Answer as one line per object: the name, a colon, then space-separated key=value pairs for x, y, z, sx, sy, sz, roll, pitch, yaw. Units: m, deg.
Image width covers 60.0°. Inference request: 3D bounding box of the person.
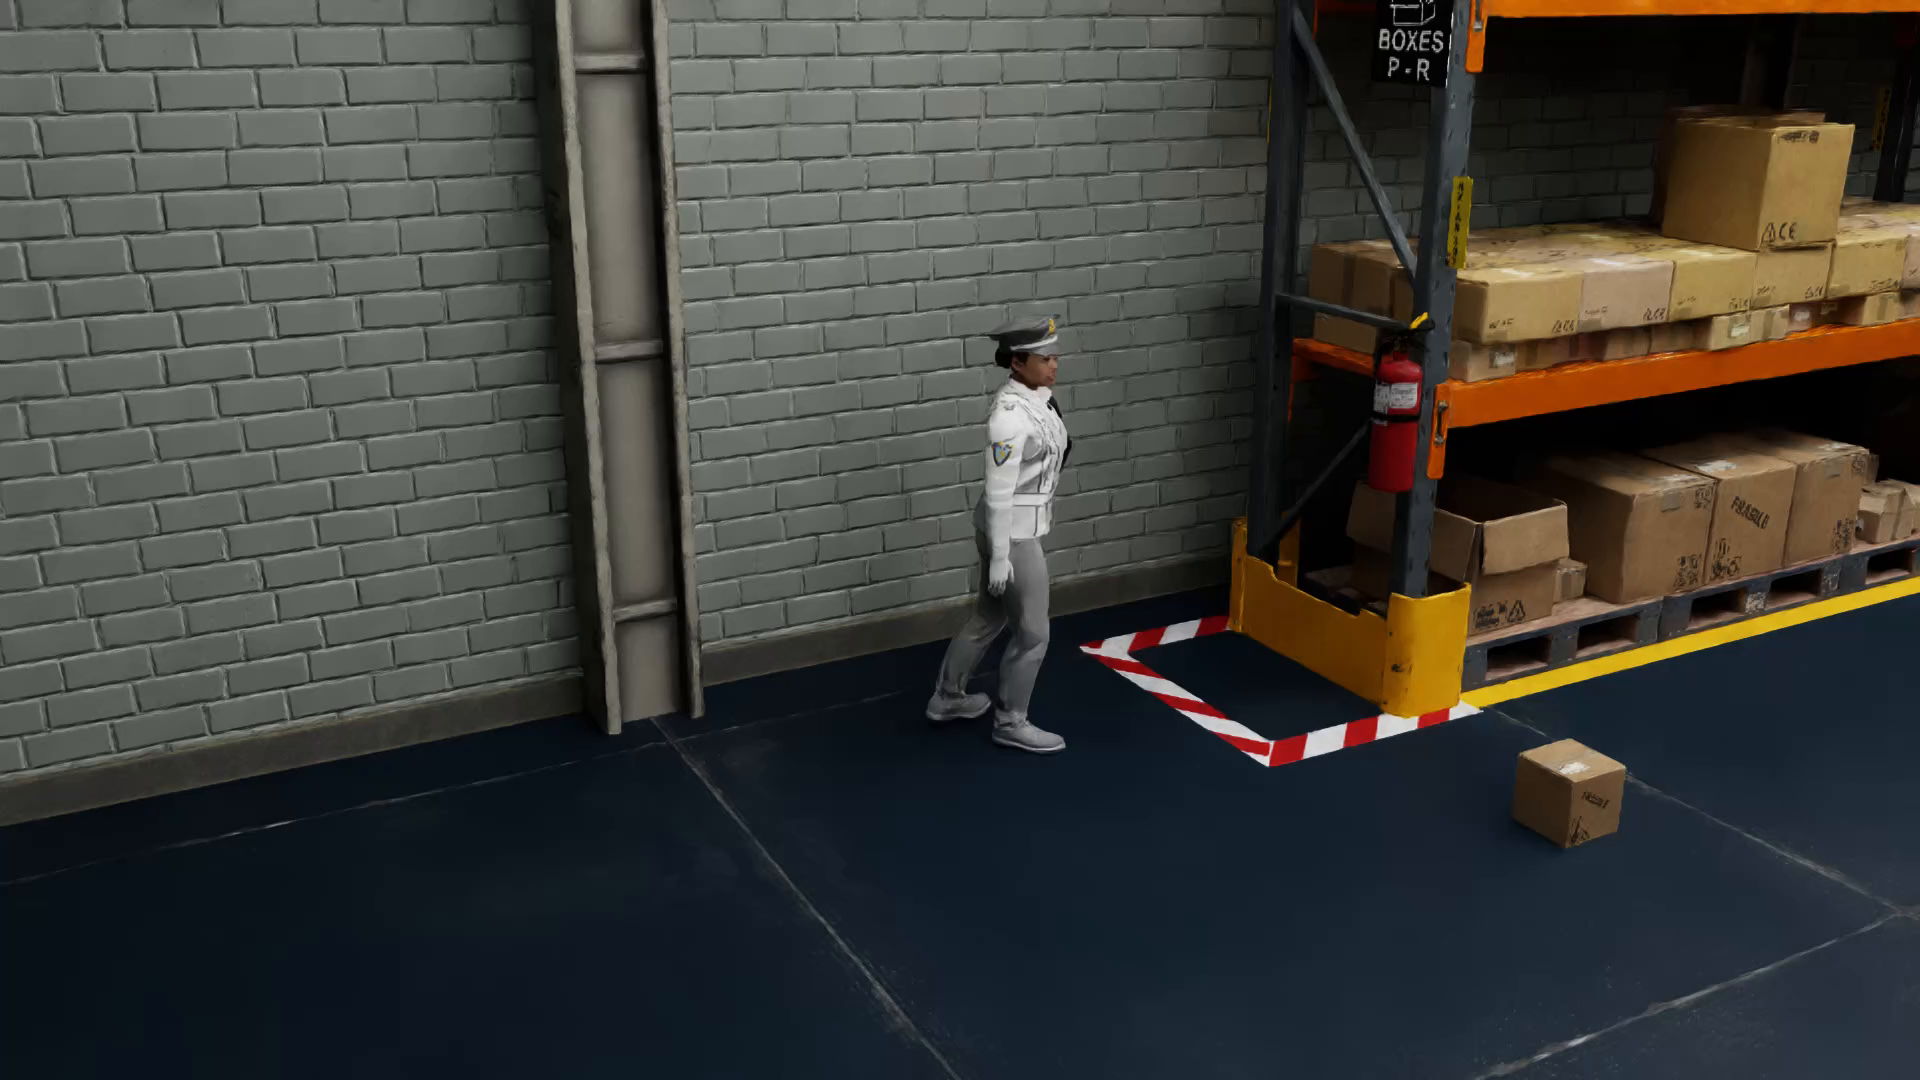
person: x=13.646 y=-2.331 z=6.386 sx=27.148 sy=5.866 sz=5.702 roll=2 pitch=19 yaw=6
